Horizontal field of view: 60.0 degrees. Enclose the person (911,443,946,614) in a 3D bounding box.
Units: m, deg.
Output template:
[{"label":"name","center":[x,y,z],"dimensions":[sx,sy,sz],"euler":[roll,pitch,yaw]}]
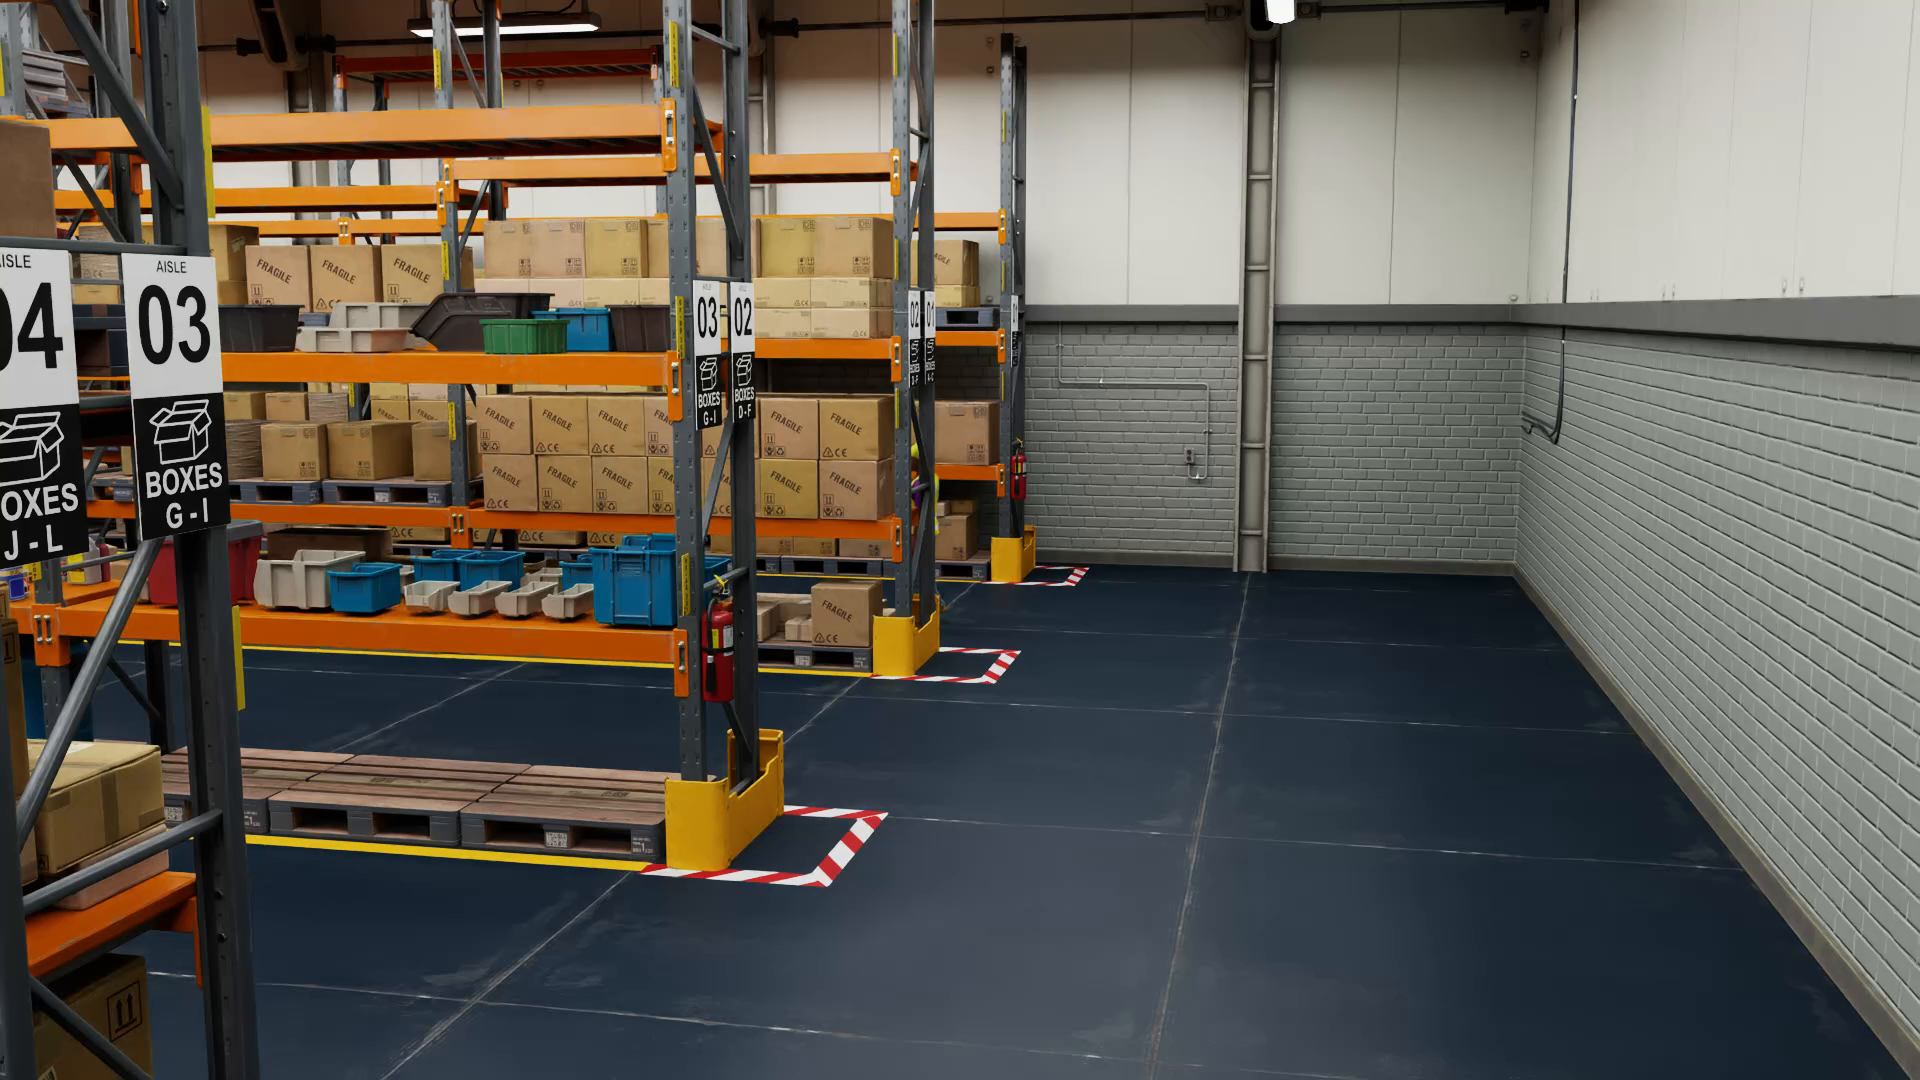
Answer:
[{"label":"person","center":[-0.374,-0.048,15.927],"dimensions":[0.476,1.773,0.642],"euler":[0,8,1]}]
